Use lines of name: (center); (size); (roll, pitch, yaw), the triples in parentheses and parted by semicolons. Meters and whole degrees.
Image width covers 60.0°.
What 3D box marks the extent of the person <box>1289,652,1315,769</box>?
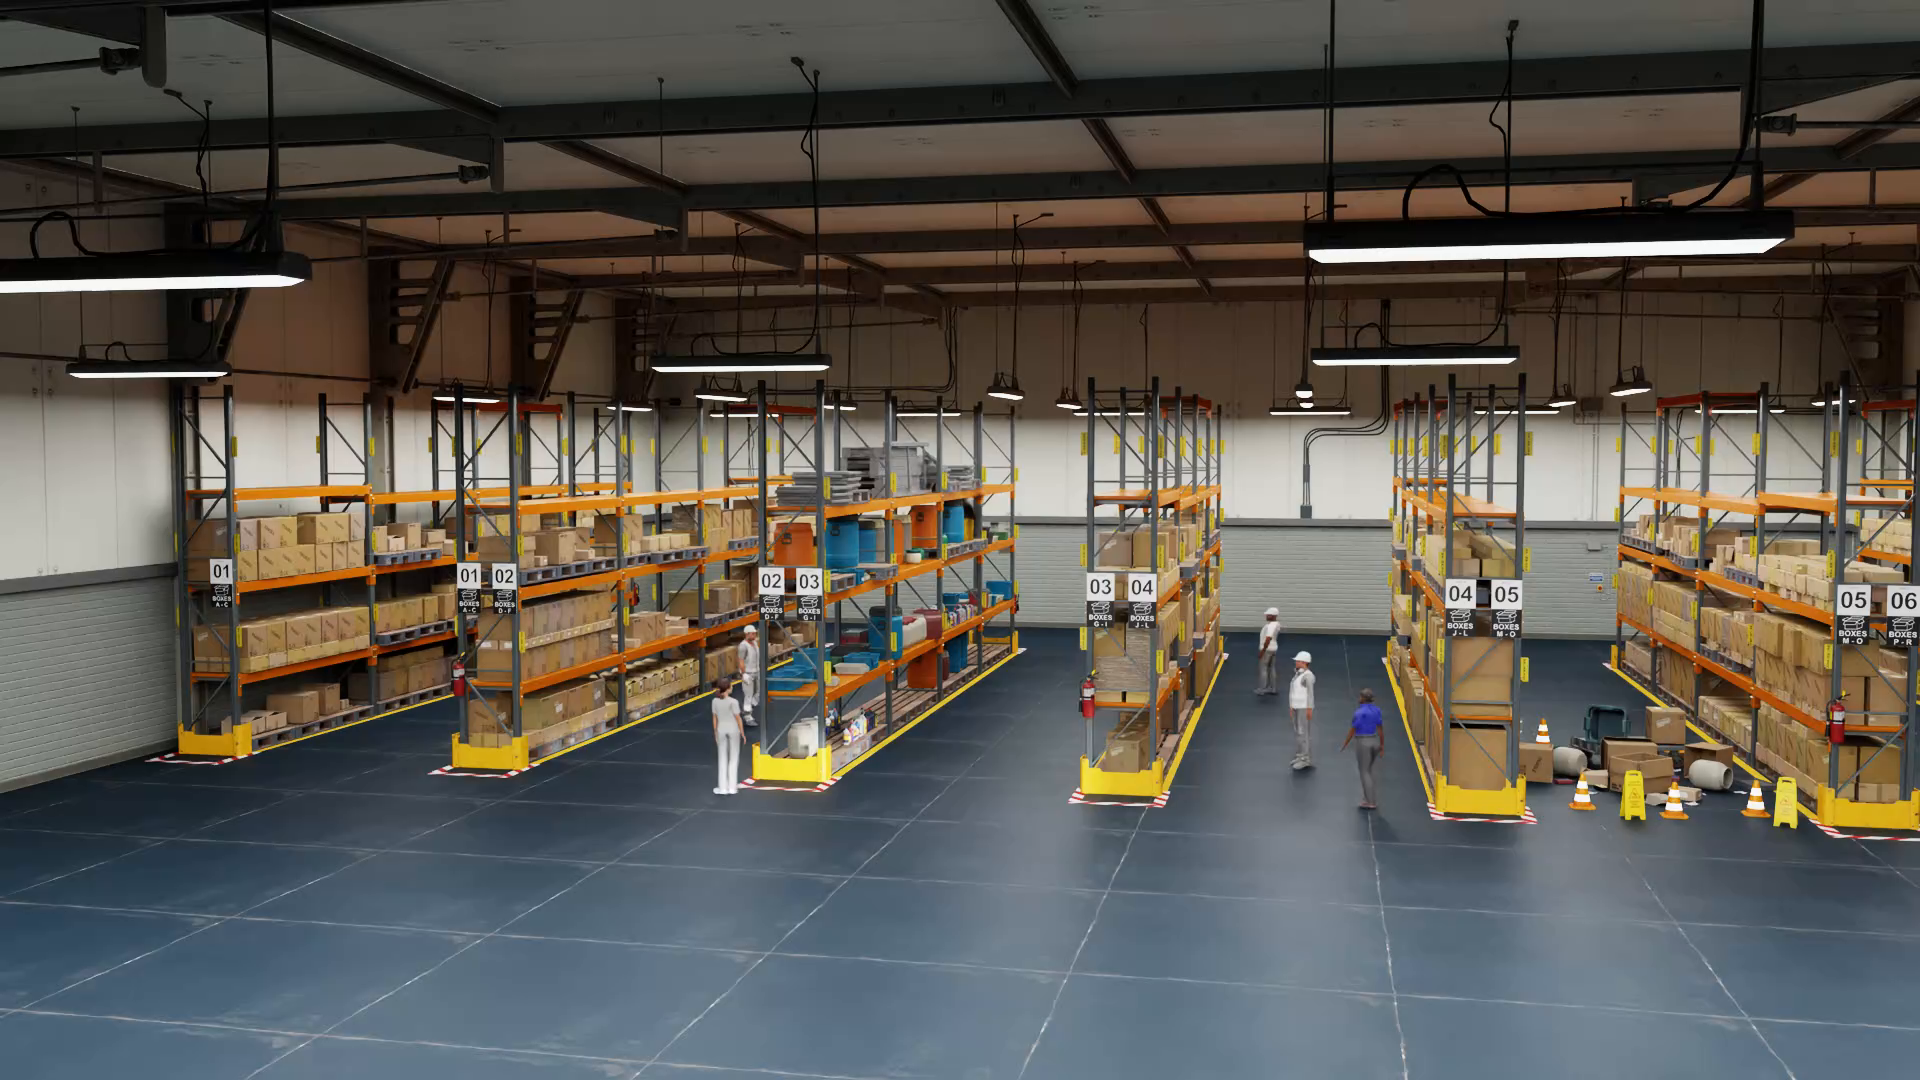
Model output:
person: (5.342, 2.655, 26.148); (0.434, 1.786, 0.621); (-1, 3, -10)

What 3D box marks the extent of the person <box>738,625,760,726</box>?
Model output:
person: (-3.744, 2.425, 29.960); (0.529, 1.787, 0.709); (2, 4, 29)

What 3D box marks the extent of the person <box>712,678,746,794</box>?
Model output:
person: (-3.340, 2.829, 23.997); (0.506, 1.682, 0.381); (0, 3, 6)

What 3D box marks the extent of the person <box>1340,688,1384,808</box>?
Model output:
person: (5.629, 2.936, 23.086); (0.540, 1.670, 0.503); (-2, 4, -34)

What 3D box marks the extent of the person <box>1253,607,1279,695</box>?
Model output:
person: (6.210, 2.243, 33.612); (0.492, 1.760, 0.641); (2, 4, 35)
